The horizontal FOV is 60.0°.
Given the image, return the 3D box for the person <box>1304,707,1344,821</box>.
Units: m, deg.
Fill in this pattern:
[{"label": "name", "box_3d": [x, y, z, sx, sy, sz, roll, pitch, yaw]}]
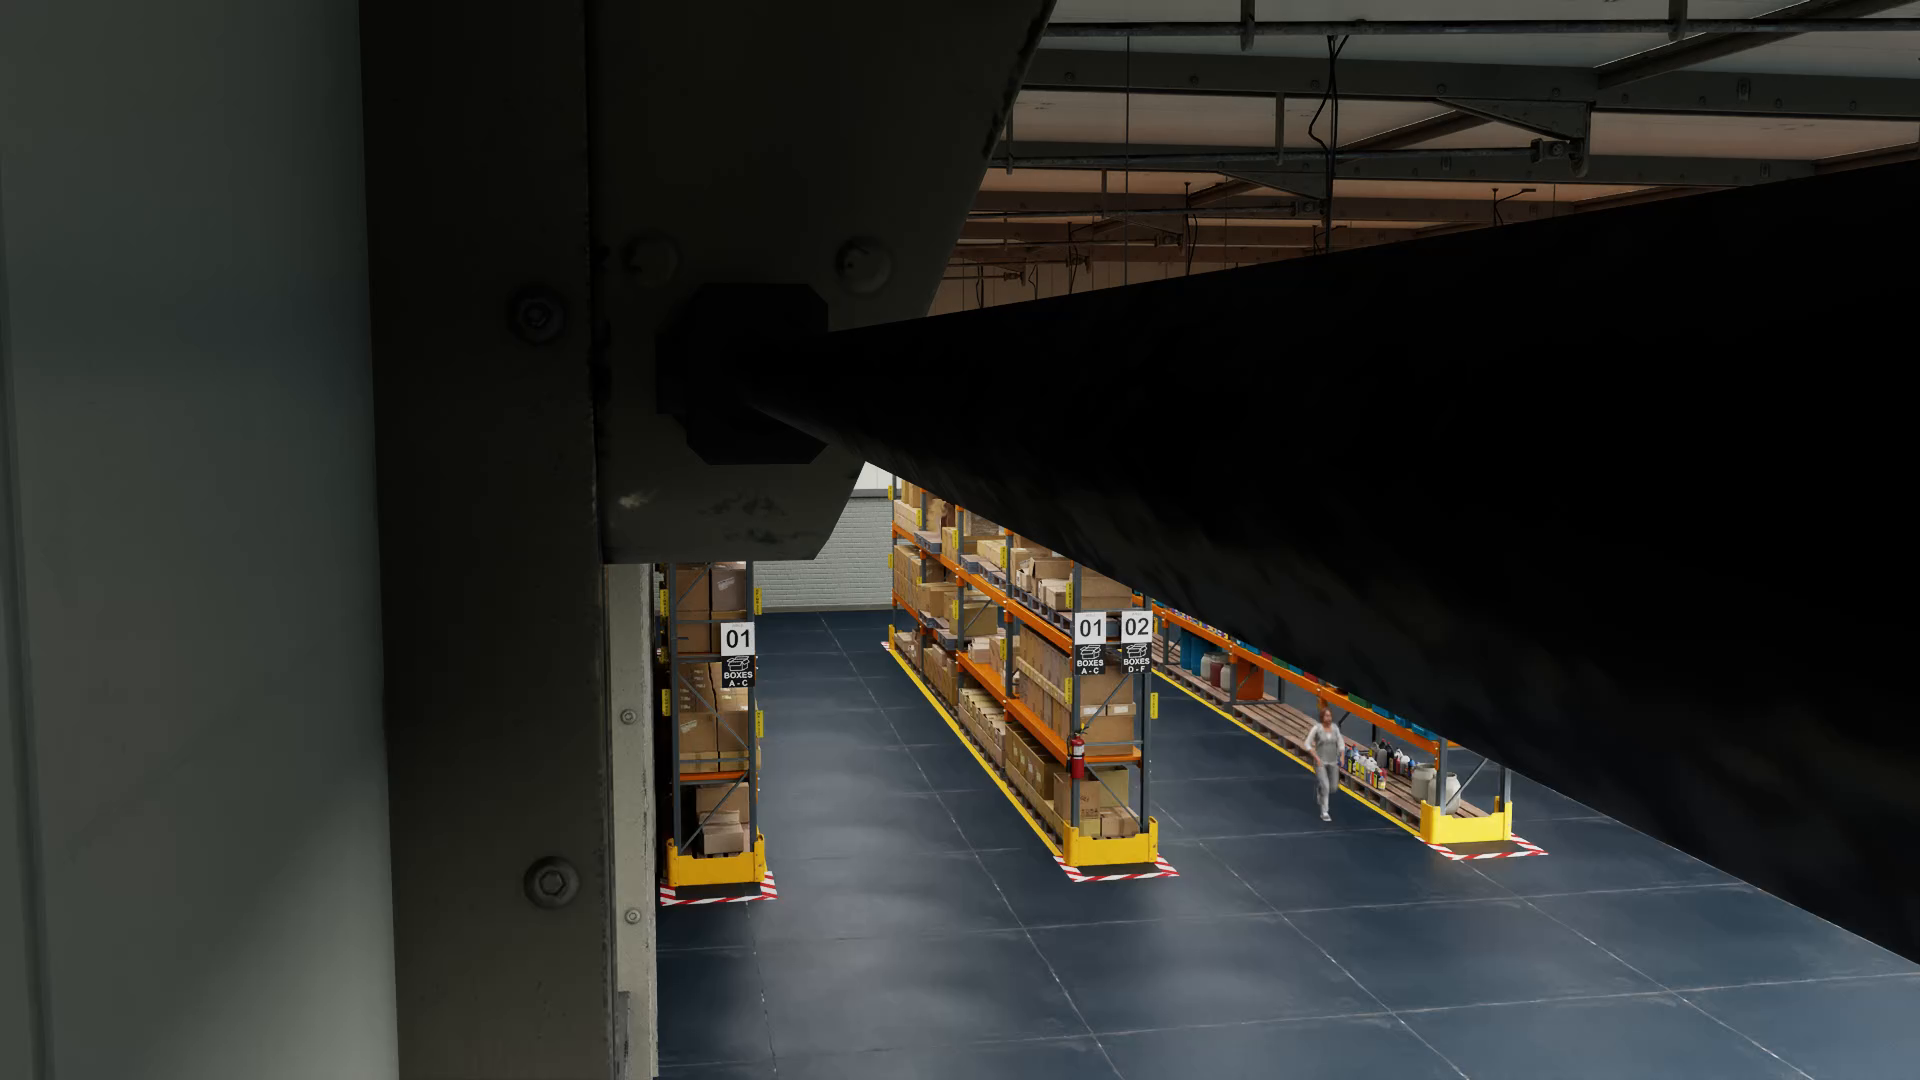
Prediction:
[{"label": "person", "box_3d": [5.032, 3.072, 23.032, 0.583, 1.555, 0.576, -1, 6, -11]}]
